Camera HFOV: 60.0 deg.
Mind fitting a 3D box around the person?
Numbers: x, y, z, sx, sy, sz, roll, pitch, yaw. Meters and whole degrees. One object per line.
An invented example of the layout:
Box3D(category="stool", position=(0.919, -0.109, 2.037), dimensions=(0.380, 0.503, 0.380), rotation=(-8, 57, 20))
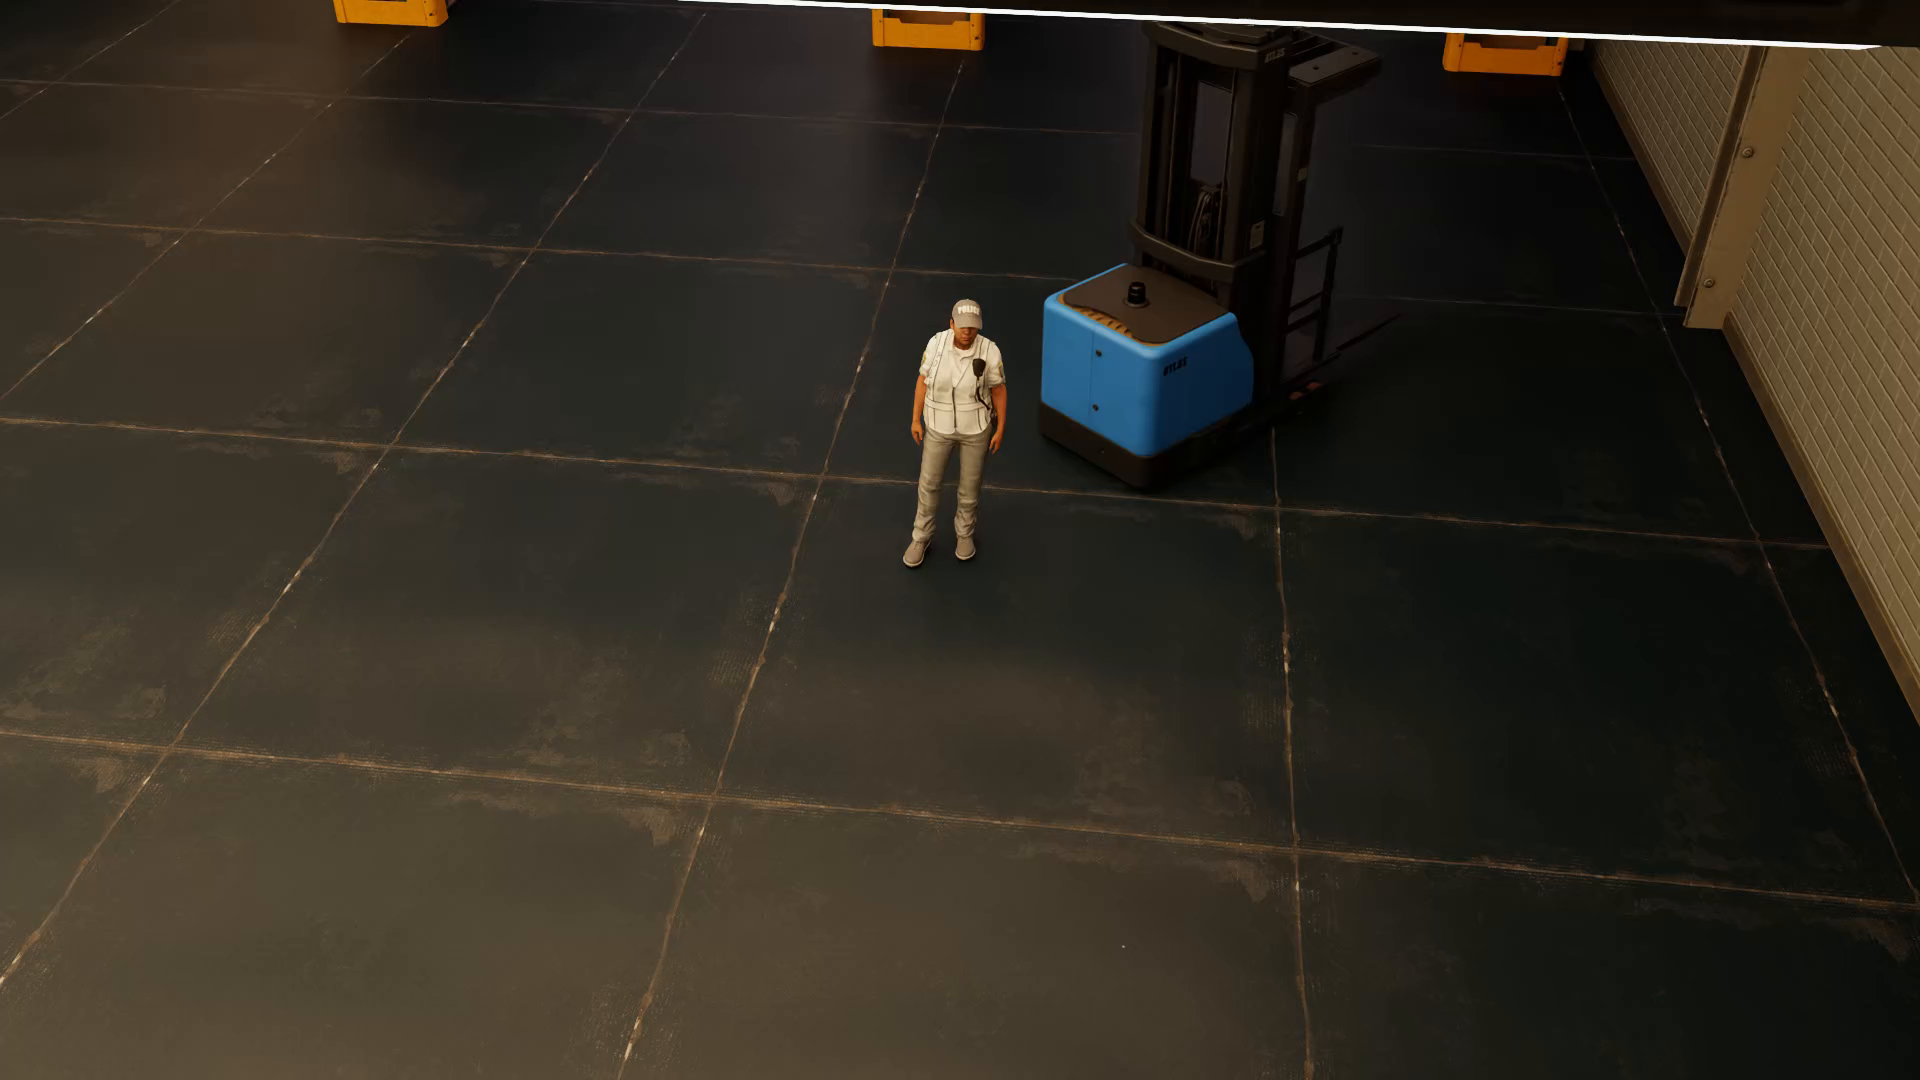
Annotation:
Box3D(category="person", position=(-0.032, -0.633, 9.942), dimensions=(0.599, 1.671, 0.529), rotation=(4, 37, 6))

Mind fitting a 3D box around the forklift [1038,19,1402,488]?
Box3D(category="forklift", position=(1.966, -2.265, 11.102), dimensions=(3.031, 2.935, 1.130), rotation=(-28, 45, -33))
